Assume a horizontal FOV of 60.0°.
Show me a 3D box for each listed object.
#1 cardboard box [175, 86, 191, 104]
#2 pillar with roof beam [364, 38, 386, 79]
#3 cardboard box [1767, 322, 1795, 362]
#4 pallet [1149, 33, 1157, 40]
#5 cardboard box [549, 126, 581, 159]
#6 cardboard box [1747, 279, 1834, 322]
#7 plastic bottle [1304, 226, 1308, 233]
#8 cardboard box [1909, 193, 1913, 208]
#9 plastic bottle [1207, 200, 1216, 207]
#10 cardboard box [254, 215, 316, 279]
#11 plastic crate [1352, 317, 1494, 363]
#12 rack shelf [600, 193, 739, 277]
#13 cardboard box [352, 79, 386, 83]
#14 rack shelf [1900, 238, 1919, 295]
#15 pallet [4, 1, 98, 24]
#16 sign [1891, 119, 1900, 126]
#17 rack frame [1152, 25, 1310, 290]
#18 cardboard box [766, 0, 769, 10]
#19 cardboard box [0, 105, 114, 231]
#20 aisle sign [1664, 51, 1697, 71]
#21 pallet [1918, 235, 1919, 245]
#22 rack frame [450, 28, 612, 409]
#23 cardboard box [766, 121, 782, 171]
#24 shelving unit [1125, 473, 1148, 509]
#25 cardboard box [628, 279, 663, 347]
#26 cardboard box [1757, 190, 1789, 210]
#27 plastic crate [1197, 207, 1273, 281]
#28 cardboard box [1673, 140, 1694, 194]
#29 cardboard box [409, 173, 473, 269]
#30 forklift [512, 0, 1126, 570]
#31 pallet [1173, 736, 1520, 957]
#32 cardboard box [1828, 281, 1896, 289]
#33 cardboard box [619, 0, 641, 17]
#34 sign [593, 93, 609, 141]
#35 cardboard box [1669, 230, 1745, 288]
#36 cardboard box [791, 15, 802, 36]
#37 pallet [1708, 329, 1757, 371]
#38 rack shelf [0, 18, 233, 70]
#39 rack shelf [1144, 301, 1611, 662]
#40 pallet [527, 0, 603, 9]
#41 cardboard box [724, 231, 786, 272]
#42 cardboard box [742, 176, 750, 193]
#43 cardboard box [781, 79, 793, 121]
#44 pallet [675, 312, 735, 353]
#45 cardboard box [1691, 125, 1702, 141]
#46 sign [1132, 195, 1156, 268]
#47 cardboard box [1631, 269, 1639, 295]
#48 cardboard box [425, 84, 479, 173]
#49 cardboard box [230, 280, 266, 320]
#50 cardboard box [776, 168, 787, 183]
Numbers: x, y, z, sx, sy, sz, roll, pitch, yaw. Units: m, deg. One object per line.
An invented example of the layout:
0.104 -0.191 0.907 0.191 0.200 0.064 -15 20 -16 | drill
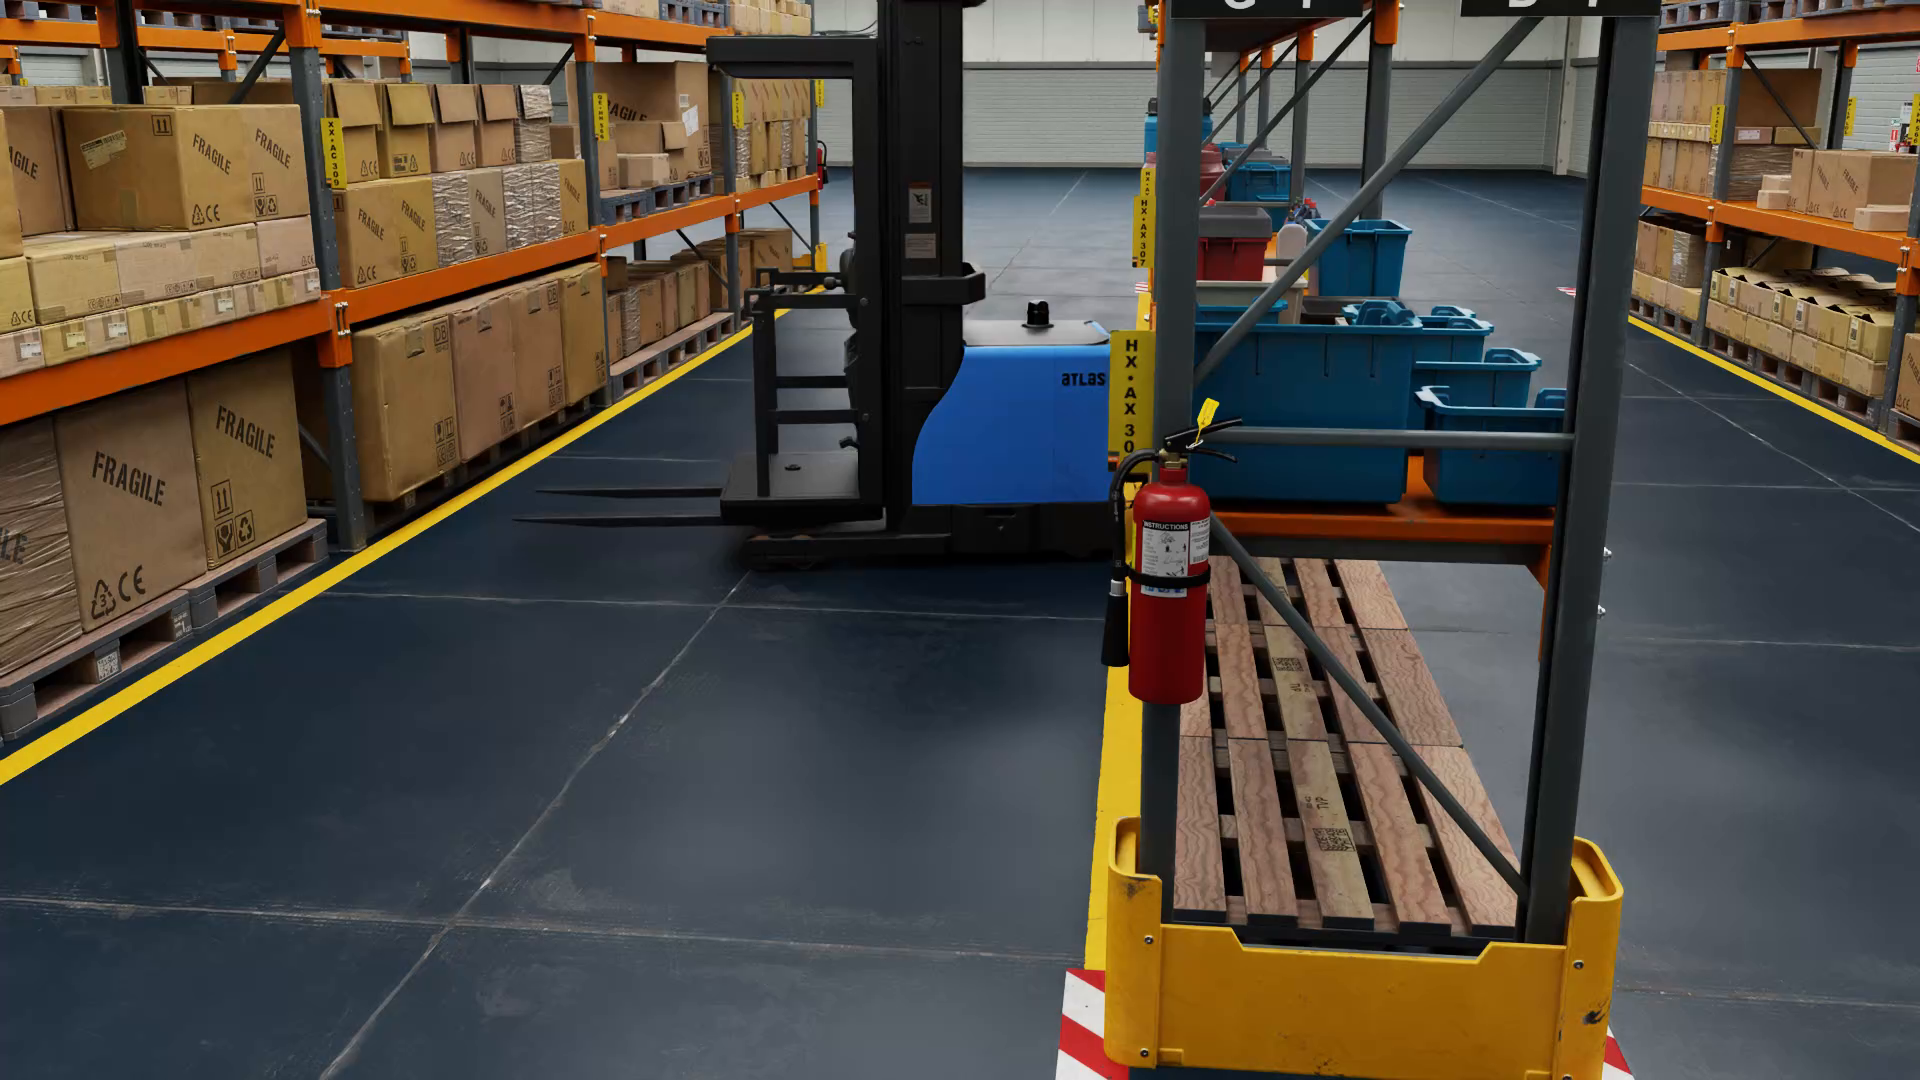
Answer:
-7.599 -4.053 15.796 0.700 0.500 0.500 1 15 5 | cardboard box
-10.949 -13.793 42.431 9.100 9.000 0.400 2 15 6 | pillar with roof beam
6.746 -1.565 13.166 0.500 0.250 0.500 2 15 7 | cardboard box
2.550 -5.515 17.927 1.003 0.211 1.213 2 15 6 | pallet
-3.062 -2.833 12.397 0.500 0.500 0.500 0 15 -1 | cardboard box
6.797 -1.968 13.582 0.500 0.311 0.500 1 15 4 | cardboard box
1.948 -1.607 9.096 0.152 0.276 0.135 2 15 6 | plastic bottle
7.052 -2.331 11.708 0.500 0.311 0.500 2 15 6 | cardboard box
1.456 -1.798 9.659 0.144 0.351 0.185 2 15 6 | plastic bottle
-3.324 -1.352 7.635 0.500 0.250 0.500 1 15 5 | cardboard box
1.439 -0.564 5.208 0.416 0.233 0.300 2 15 6 | plastic crate
-2.858 -2.612 13.955 1.077 0.370 4.000 2 15 6 | rack shelf
-7.149 -5.041 19.203 0.875 0.550 0.550 2 15 6 | cardboard box
6.533 -1.282 9.035 1.077 0.370 4.000 2 15 6 | rack shelf
-7.857 -4.429 13.909 1.003 0.211 1.213 2 15 9 | pallet
14.514 -6.480 25.795 0.001 0.109 0.331 2 15 6 | sign
1.838 -2.295 11.403 1.000 3.000 0.127 2 15 6 | rack frame
-2.185 -5.529 17.139 0.380 0.149 0.250 2 15 8 | cardboard box
-3.906 -1.593 7.086 0.500 0.500 0.500 2 15 6 | cardboard box
7.961 -5.486 18.225 0.394 0.787 0.004 2 15 6 | aisle sign
6.752 -1.878 10.227 1.213 0.211 1.003 2 15 6 | pallet
-3.084 -2.441 11.943 1.000 3.000 0.127 2 15 6 | rack frame
-2.375 -4.175 17.594 0.875 0.500 0.500 2 15 6 | cardboard box
0.958 -0.540 8.884 0.215 0.252 1.050 -5 -29 -18 | shelving unit
-2.921 -1.912 13.934 0.700 0.500 0.500 3 15 11 | cardboard box
6.907 -2.841 13.902 0.380 0.149 0.250 2 15 6 | cardboard box
1.036 -1.093 6.721 0.402 0.464 0.583 2 15 6 | plastic crate
7.368 -3.616 16.097 0.700 0.500 0.500 2 15 7 | cardboard box
-3.122 -1.824 9.469 0.500 0.500 0.500 1 15 5 | cardboard box
-0.717 -1.412 8.270 3.031 2.935 1.130 -1 15 -3 | forklift
1.067 0.913 4.881 1.003 0.211 1.213 2 15 6 | pallet
7.338 -1.954 13.530 0.500 0.311 0.500 2 15 6 | cardboard box
-2.719 -4.064 12.486 0.500 0.250 0.500 2 15 8 | cardboard box
-2.532 -2.984 11.734 0.100 0.325 0.005 2 15 6 | sign
7.113 -2.679 15.850 0.500 0.500 0.500 2 15 6 | cardboard box
-2.036 -5.629 18.275 0.500 0.250 0.500 2 15 7 | cardboard box
7.166 -1.647 14.350 1.003 0.211 1.213 2 15 6 | pallet
-7.775 -4.233 14.200 1.077 0.370 4.000 2 15 6 | rack shelf
1.161 -0.392 5.742 1.077 0.370 4.000 2 15 6 | rack shelf
-3.104 -3.629 10.952 1.213 0.211 1.003 2 15 9 | pallet
-2.301 -3.194 18.713 0.500 0.500 0.500 6 16 21 | cardboard box
-2.268 -3.468 16.224 0.380 0.149 0.250 2 15 6 | cardboard box
-2.107 -4.781 17.920 0.500 0.500 0.500 2 15 6 | cardboard box
-2.719 -1.930 15.396 1.003 0.211 1.213 2 15 6 | pallet
7.114 -3.824 15.623 0.380 0.149 0.250 2 15 6 | cardboard box
0.840 -1.408 7.592 0.100 0.325 0.005 2 15 6 | sign
7.270 -2.706 17.388 0.500 0.250 0.500 2 15 6 | cardboard box
-3.328 -2.441 9.830 0.797 0.503 0.637 2 15 8 | cardboard box
-3.302 -1.060 7.317 0.380 0.149 0.250 1 15 5 | cardboard box
-2.073 -3.922 17.903 0.380 0.149 0.250 2 15 6 | cardboard box
